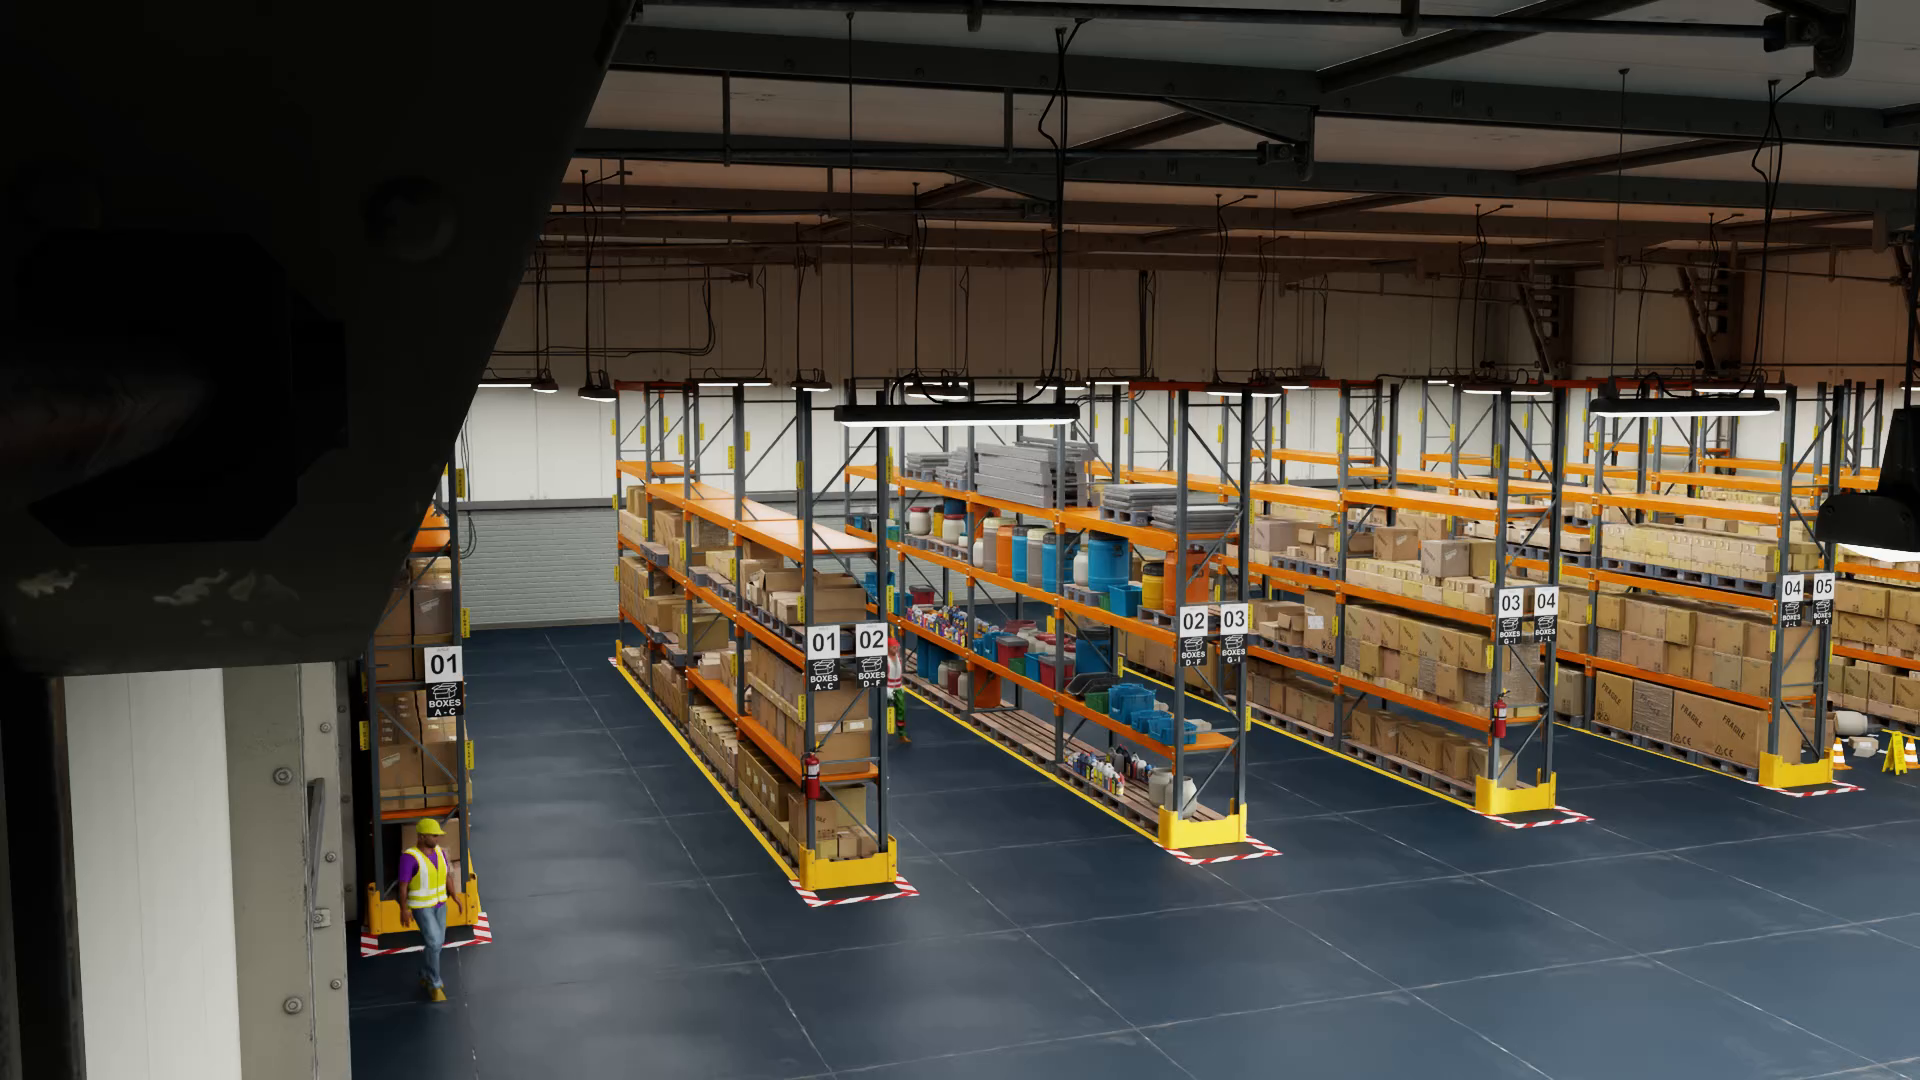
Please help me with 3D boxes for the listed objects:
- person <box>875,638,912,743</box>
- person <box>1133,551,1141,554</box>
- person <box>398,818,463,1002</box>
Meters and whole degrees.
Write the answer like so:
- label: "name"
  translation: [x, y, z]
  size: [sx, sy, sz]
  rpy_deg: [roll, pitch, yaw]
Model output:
- label: "person"
  translation: [-1.101, 2.502, 27.909]
  size: [0.560, 1.728, 0.995]
  rpy_deg: [-4, 7, -34]
- label: "person"
  translation: [4.455, 1.090, 41.699]
  size: [0.898, 1.648, 0.482]
  rpy_deg: [-4, 7, -32]
- label: "person"
  translation: [-5.293, 3.718, 16.720]
  size: [0.532, 1.832, 0.599]
  rpy_deg: [3, 7, 23]
